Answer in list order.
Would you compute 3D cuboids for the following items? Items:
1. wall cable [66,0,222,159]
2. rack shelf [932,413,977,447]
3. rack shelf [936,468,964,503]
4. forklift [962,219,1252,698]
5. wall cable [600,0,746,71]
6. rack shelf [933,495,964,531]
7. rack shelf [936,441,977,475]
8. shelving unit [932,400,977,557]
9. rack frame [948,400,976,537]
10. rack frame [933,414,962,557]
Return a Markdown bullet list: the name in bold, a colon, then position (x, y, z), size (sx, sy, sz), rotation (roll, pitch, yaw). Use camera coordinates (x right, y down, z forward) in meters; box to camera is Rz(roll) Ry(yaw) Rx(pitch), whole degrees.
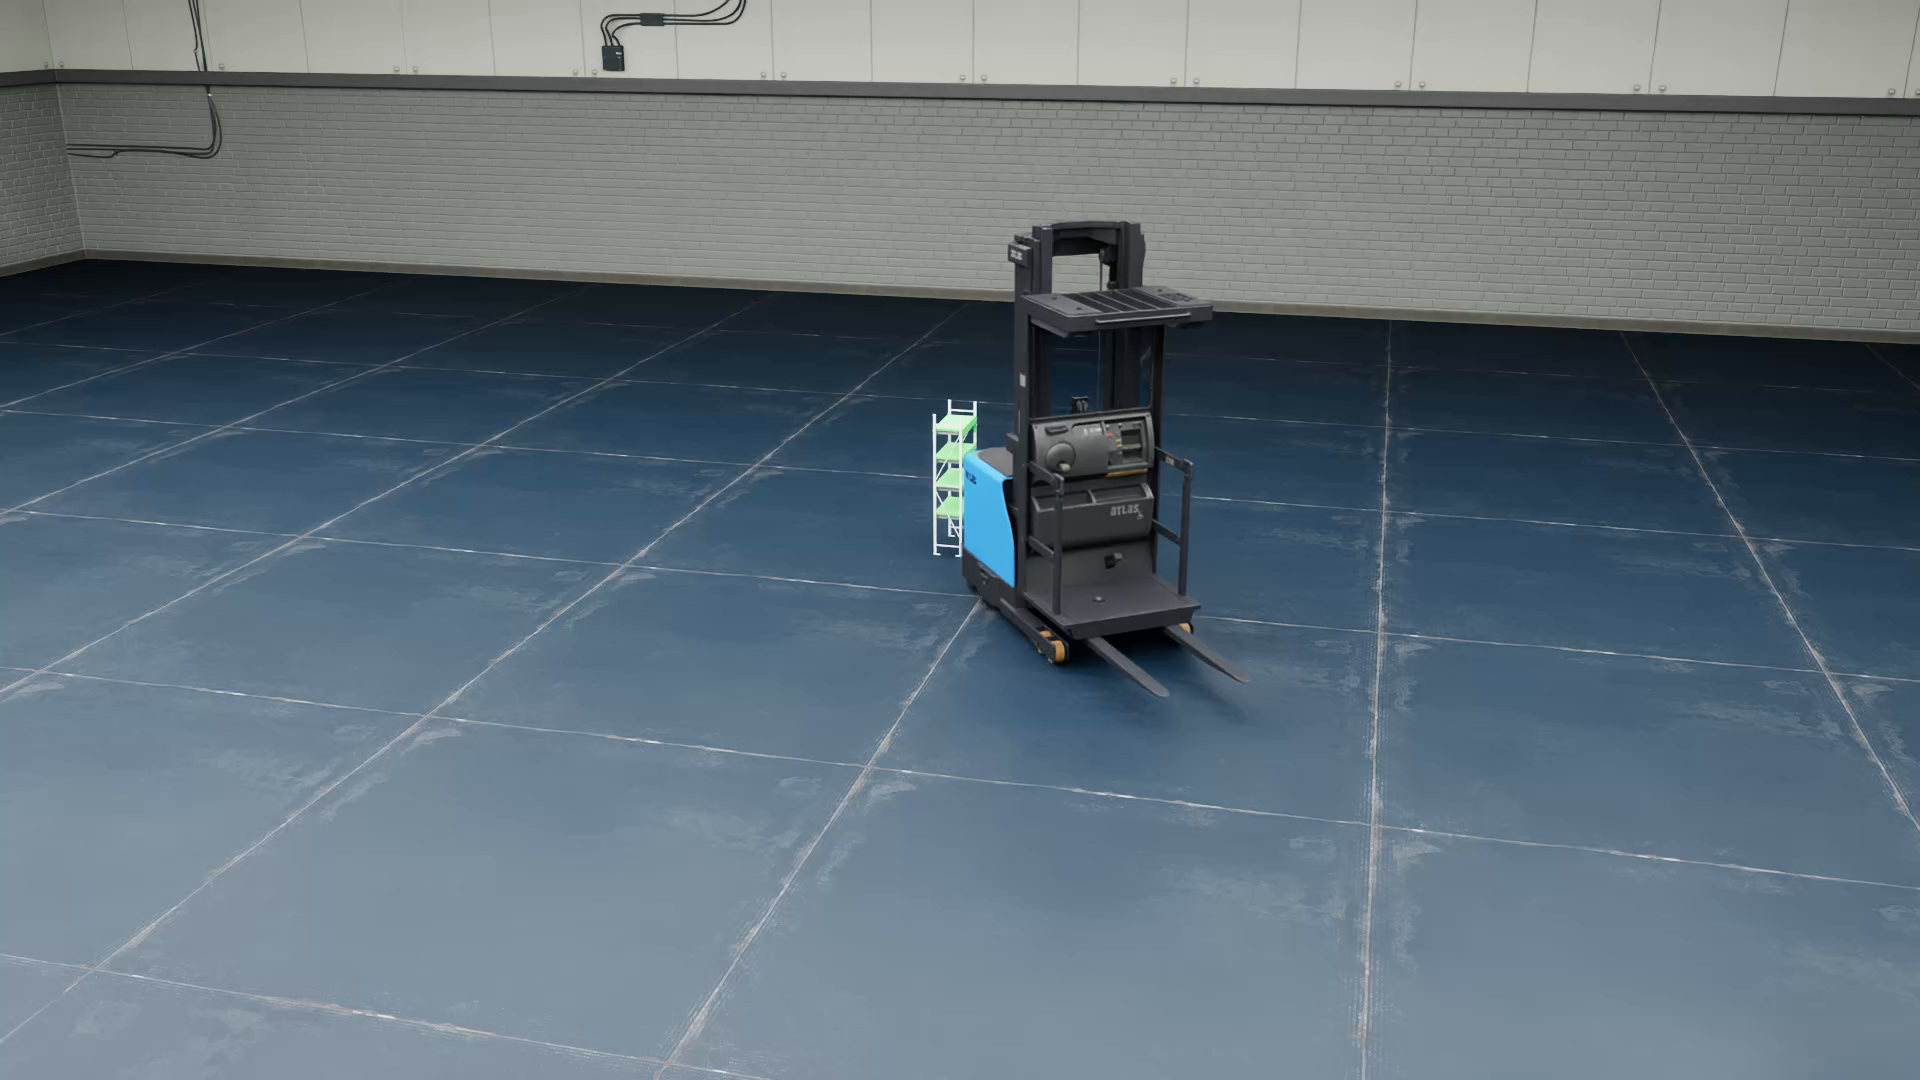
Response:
- **wall cable**: position (-13.393, -7.432, 26.830), size (3.097, 2.526, 0.112), rotation (5, 19, 13)
- **rack shelf**: position (-0.040, -0.910, 13.707), size (0.258, 0.148, 0.480), rotation (5, 19, 13)
- **rack shelf**: position (-0.040, -0.455, 13.862), size (0.258, 0.148, 0.480), rotation (5, 19, 13)
- **forklift**: position (1.032, -0.672, 11.622), size (1.130, 2.935, 3.031), rotation (-7, 20, -20)
- **wall cable**: position (-4.191, -9.757, 23.568), size (2.305, 6.003, 0.169), rotation (5, 19, 13)
- **rack shelf**: position (-0.040, -0.228, 13.940), size (0.258, 0.148, 0.480), rotation (5, 19, 13)
- **rack shelf**: position (-0.040, -0.683, 13.785), size (0.258, 0.148, 0.480), rotation (5, 19, 13)
- **shelving unit**: position (-0.040, -0.516, 13.842), size (0.258, 1.200, 0.503), rotation (5, 19, 13)
- **rack frame**: position (0.019, -0.592, 14.066), size (0.240, 1.200, 0.015), rotation (5, 19, 13)
- **rack frame**: position (-0.100, -0.439, 13.618), size (0.240, 1.200, 0.015), rotation (5, 19, 13)
